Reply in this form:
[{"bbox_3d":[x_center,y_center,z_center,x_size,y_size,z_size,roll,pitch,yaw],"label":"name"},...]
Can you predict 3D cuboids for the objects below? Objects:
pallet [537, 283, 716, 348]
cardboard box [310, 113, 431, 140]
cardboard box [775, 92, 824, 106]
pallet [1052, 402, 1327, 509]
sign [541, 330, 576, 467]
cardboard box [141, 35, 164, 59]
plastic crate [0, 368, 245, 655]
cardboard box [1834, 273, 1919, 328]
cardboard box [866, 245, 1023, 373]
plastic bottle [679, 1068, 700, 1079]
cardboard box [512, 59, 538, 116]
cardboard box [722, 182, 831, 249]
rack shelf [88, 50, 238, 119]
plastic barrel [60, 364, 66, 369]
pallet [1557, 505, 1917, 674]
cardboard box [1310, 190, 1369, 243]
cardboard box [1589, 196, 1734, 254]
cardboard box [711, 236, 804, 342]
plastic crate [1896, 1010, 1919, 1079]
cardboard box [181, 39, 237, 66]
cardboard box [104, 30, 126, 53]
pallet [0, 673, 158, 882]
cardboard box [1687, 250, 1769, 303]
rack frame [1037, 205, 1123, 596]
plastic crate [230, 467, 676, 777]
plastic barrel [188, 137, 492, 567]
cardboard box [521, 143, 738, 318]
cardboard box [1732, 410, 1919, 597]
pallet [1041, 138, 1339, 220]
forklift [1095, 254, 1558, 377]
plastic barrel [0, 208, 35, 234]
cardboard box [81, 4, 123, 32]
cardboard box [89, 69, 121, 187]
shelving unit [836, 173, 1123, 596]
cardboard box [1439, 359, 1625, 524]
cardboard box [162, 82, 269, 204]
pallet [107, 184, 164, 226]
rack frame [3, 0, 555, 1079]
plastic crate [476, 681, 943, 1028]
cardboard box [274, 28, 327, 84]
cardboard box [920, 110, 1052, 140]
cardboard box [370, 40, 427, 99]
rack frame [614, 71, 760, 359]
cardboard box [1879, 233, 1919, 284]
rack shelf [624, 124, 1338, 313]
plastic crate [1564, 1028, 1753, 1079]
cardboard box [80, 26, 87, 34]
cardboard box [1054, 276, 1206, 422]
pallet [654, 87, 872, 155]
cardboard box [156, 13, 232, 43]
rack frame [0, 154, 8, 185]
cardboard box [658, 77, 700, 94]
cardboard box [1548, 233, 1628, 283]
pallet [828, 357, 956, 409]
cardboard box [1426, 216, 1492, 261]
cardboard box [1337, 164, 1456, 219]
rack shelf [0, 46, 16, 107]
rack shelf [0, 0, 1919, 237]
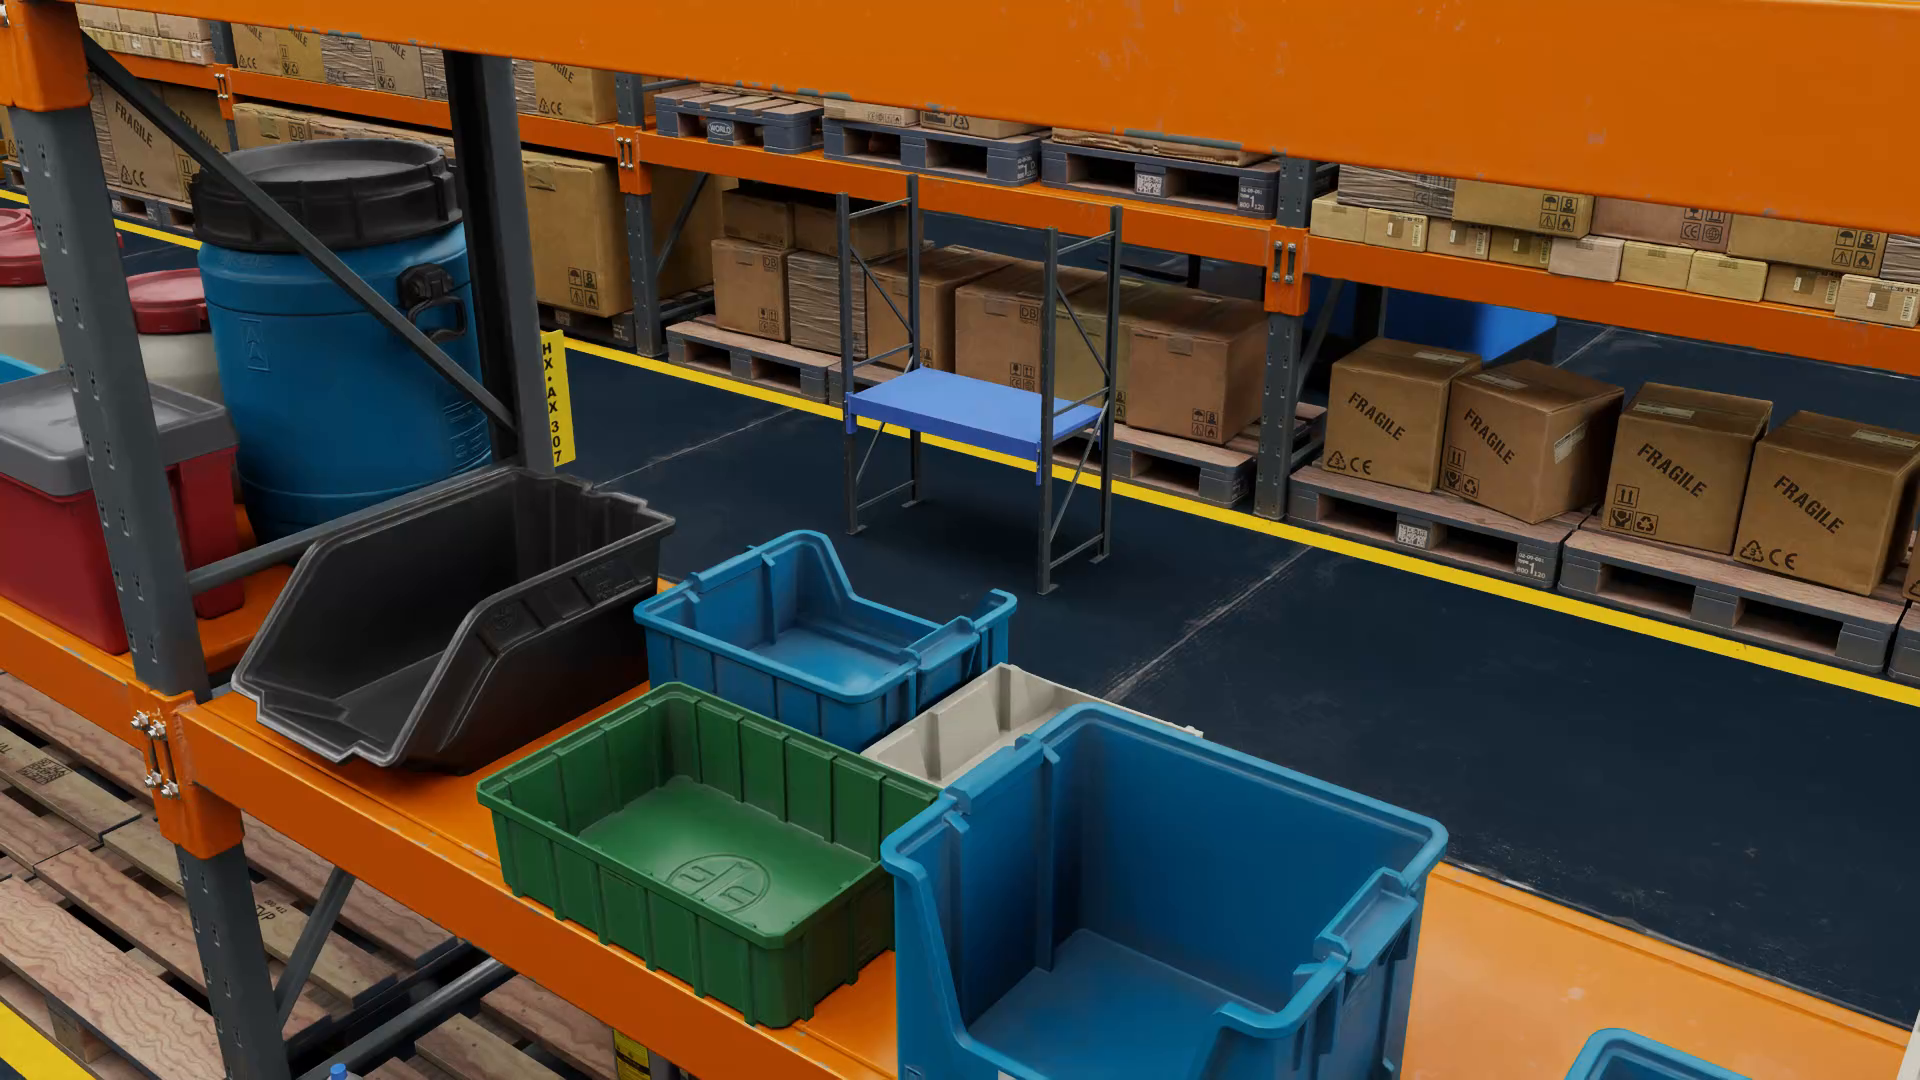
[{"bbox_3d":[-2.119,-1.532,10.466,1.213,0.211,1.003,17,29,33],"label":"pallet"},{"bbox_3d":[-3.495,-2.416,11.128,0.875,0.875,1.225,16,28,32],"label":"cardboard box"},{"bbox_3d":[-0.571,-2.611,8.811,0.700,0.500,0.500,-22,32,-40],"label":"cardboard box"},{"bbox_3d":[1.043,-0.538,8.209,1.213,0.211,1.003,17,29,33],"label":"pallet"},{"bbox_3d":[-0.965,-0.330,3.935,0.005,0.325,0.100,17,29,33],"label":"sign"},{"bbox_3d":[-5.586,-3.538,11.871,0.250,0.149,0.380,16,29,32],"label":"cardboard box"},{"bbox_3d":[-1.874,-0.076,3.622,0.583,0.464,0.402,17,29,33],"label":"plastic crate"},{"bbox_3d":[3.253,-0.875,5.827,0.250,0.149,0.380,17,29,33],"label":"cardboard box"},{"bbox_3d":[-0.076,-1.230,8.877,0.500,0.500,0.700,20,31,38],"label":"cardboard box"},{"bbox_3d":[-0.530,1.180,3.684,0.135,0.276,0.152,17,29,33],"label":"plastic bottle"},{"bbox_3d":[-2.473,-2.801,9.763,0.500,0.500,0.500,17,29,33],"label":"cardboard box"},{"bbox_3d":[-0.979,-1.842,9.334,0.500,0.250,0.500,18,30,35],"label":"cardboard box"},{"bbox_3d":[-6.335,-3.715,12.854,4.000,0.370,1.077,17,29,33],"label":"rack shelf"},{"bbox_3d":[-2.270,-0.334,4.460,0.301,0.262,0.301,0,24,0],"label":"plastic barrel"},{"bbox_3d":[3.206,0.096,6.771,1.213,0.211,1.003,17,29,33],"label":"pallet"},{"bbox_3d":[1.659,-1.362,6.933,0.250,0.149,0.380,17,29,33],"label":"cardboard box"},{"bbox_3d":[2.830,-1.459,6.347,0.500,0.500,0.875,17,29,33],"label":"cardboard box"},{"bbox_3d":[-0.985,-1.495,9.478,0.500,0.500,0.700,15,28,31],"label":"cardboard box"},{"bbox_3d":[1.374,0.740,2.178,0.250,0.136,0.298,17,29,33],"label":"plastic crate"},{"bbox_3d":[-5.175,-3.414,11.589,0.250,0.149,0.380,17,29,34],"label":"cardboard box"},{"bbox_3d":[-5.999,-3.662,12.154,0.250,0.149,0.380,17,29,34],"label":"cardboard box"},{"bbox_3d":[-2.935,0.776,5.228,1.213,0.211,1.003,17,29,33],"label":"pallet"},{"bbox_3d":[2.867,-1.004,6.119,0.250,0.149,0.380,17,29,33],"label":"cardboard box"},{"bbox_3d":[0.475,-0.543,6.622,0.032,1.500,0.500,17,29,33],"label":"rack frame"},{"bbox_3d":[-0.961,0.168,3.226,0.504,0.338,0.767,17,29,33],"label":"plastic crate"},{"bbox_3d":[-1.431,-0.449,3.926,0.708,0.901,0.600,17,29,33],"label":"plastic barrel"},{"bbox_3d":[-2.073,-1.987,10.154,0.875,0.875,1.225,15,28,31],"label":"cardboard box"},{"bbox_3d":[3.390,-0.155,6.460,0.500,0.500,0.500,20,31,38],"label":"cardboard box"},{"bbox_3d":[1.143,-1.770,7.785,1.213,0.211,1.003,17,29,33],"label":"pallet"},{"bbox_3d":[1.857,-2.497,9.282,3.031,2.935,1.130,19,30,36],"label":"forklift"},{"bbox_3d":[-2.871,-0.674,4.892,0.433,0.535,0.433,0,24,0],"label":"plastic barrel"},{"bbox_3d":[-6.069,-3.898,12.194,0.500,0.250,0.500,18,29,34],"label":"cardboard box"},{"bbox_3d":[-6.647,-3.399,13.358,0.875,0.875,0.875,17,29,33],"label":"cardboard box"},{"bbox_3d":[0.068,-0.666,6.901,1.048,1.500,0.538,17,29,33],"label":"shelving unit"},{"bbox_3d":[2.426,-0.429,7.082,0.500,0.500,0.500,-16,28,-31],"label":"cardboard box"},{"bbox_3d":[-5.215,-2.966,12.376,0.875,0.875,0.875,17,29,33],"label":"cardboard box"},{"bbox_3d":[-6.276,-2.789,13.317,1.213,0.211,1.003,17,29,33],"label":"pallet"},{"bbox_3d":[-1.303,-0.028,3.594,0.127,3.000,1.000,17,29,33],"label":"rack frame"},{"bbox_3d":[-0.386,0.488,2.685,0.662,0.188,0.450,17,29,33],"label":"plastic crate"},{"bbox_3d":[-4.113,-3.293,10.880,0.500,0.500,0.500,17,29,33],"label":"cardboard box"},{"bbox_3d":[0.225,-2.255,7.999,0.637,0.503,0.797,20,31,38],"label":"cardboard box"},{"bbox_3d":[-3.297,-3.049,10.326,0.500,0.500,0.500,17,29,34],"label":"cardboard box"},{"bbox_3d":[-1.534,-2.593,9.416,0.127,3.000,1.000,17,29,33],"label":"rack frame"},{"bbox_3d":[3.598,-1.200,5.760,0.500,0.500,0.875,17,29,33],"label":"cardboard box"},{"bbox_3d":[0.067,-1.781,8.463,4.000,0.370,1.077,17,29,33],"label":"rack shelf"},{"bbox_3d":[0.801,0.824,1.844,0.408,0.251,0.499,17,29,33],"label":"plastic crate"},{"bbox_3d":[-6.406,-3.786,12.435,0.250,0.149,0.380,17,29,34],"label":"cardboard box"},{"bbox_3d":[0.818,-0.960,8.264,0.500,0.500,0.700,17,29,33],"label":"cardboard box"},{"bbox_3d":[-0.899,-2.368,9.141,1.003,0.211,1.213,17,29,33],"label":"pallet"},{"bbox_3d":[-5.245,-3.650,11.632,0.500,0.250,0.500,16,29,32],"label":"cardboard box"},{"bbox_3d":[-7.935,-4.528,13.807,0.127,3.000,1.000,17,29,33],"label":"rack frame"},{"bbox_3d":[-1.759,-2.844,9.862,0.500,0.500,0.500,18,29,35],"label":"cardboard box"},{"bbox_3d":[2.449,-1.115,6.372,0.250,0.149,0.380,17,29,33],"label":"cardboard box"},{"bbox_3d":[0.063,-0.833,8.878,1.213,0.211,1.003,17,29,33],"label":"pallet"},{"bbox_3d":[2.068,-1.246,6.669,0.250,0.149,0.380,17,29,33],"label":"cardboard box"},{"bbox_3d":[1.990,-1.679,6.848,0.500,0.500,0.875,17,29,33],"label":"cardboard box"},{"bbox_3d":[-2.904,-1.555,4.232,4.000,0.370,1.077,17,29,33],"label":"rack shelf"},{"bbox_3d":[0.297,-0.588,2.036,4.000,0.370,1.077,17,29,33],"label":"rack shelf"}]
